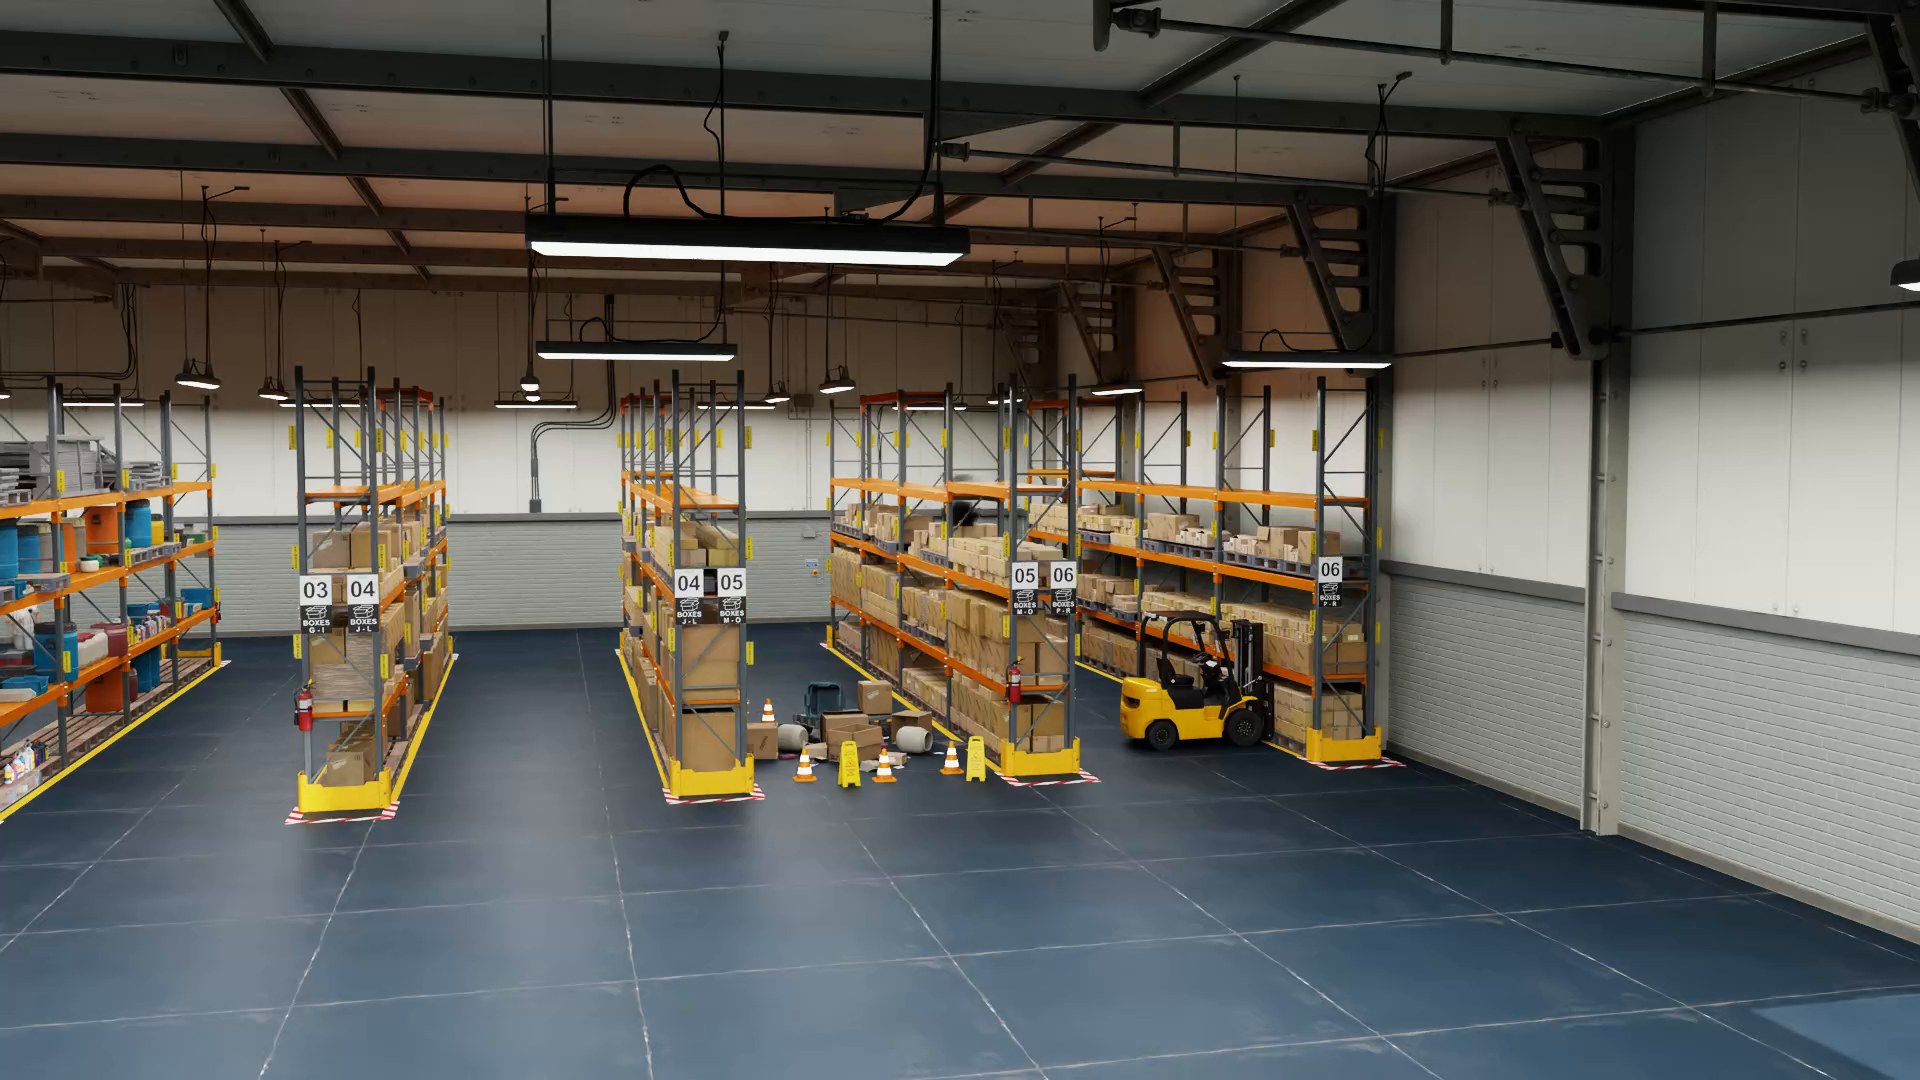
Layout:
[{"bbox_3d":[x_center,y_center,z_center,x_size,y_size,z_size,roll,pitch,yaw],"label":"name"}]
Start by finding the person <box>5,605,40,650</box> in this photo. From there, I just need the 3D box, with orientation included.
[{"bbox_3d":[-19.901,1.999,35.307,0.641,1.823,0.878,-2,4,-27],"label":"person"}]
